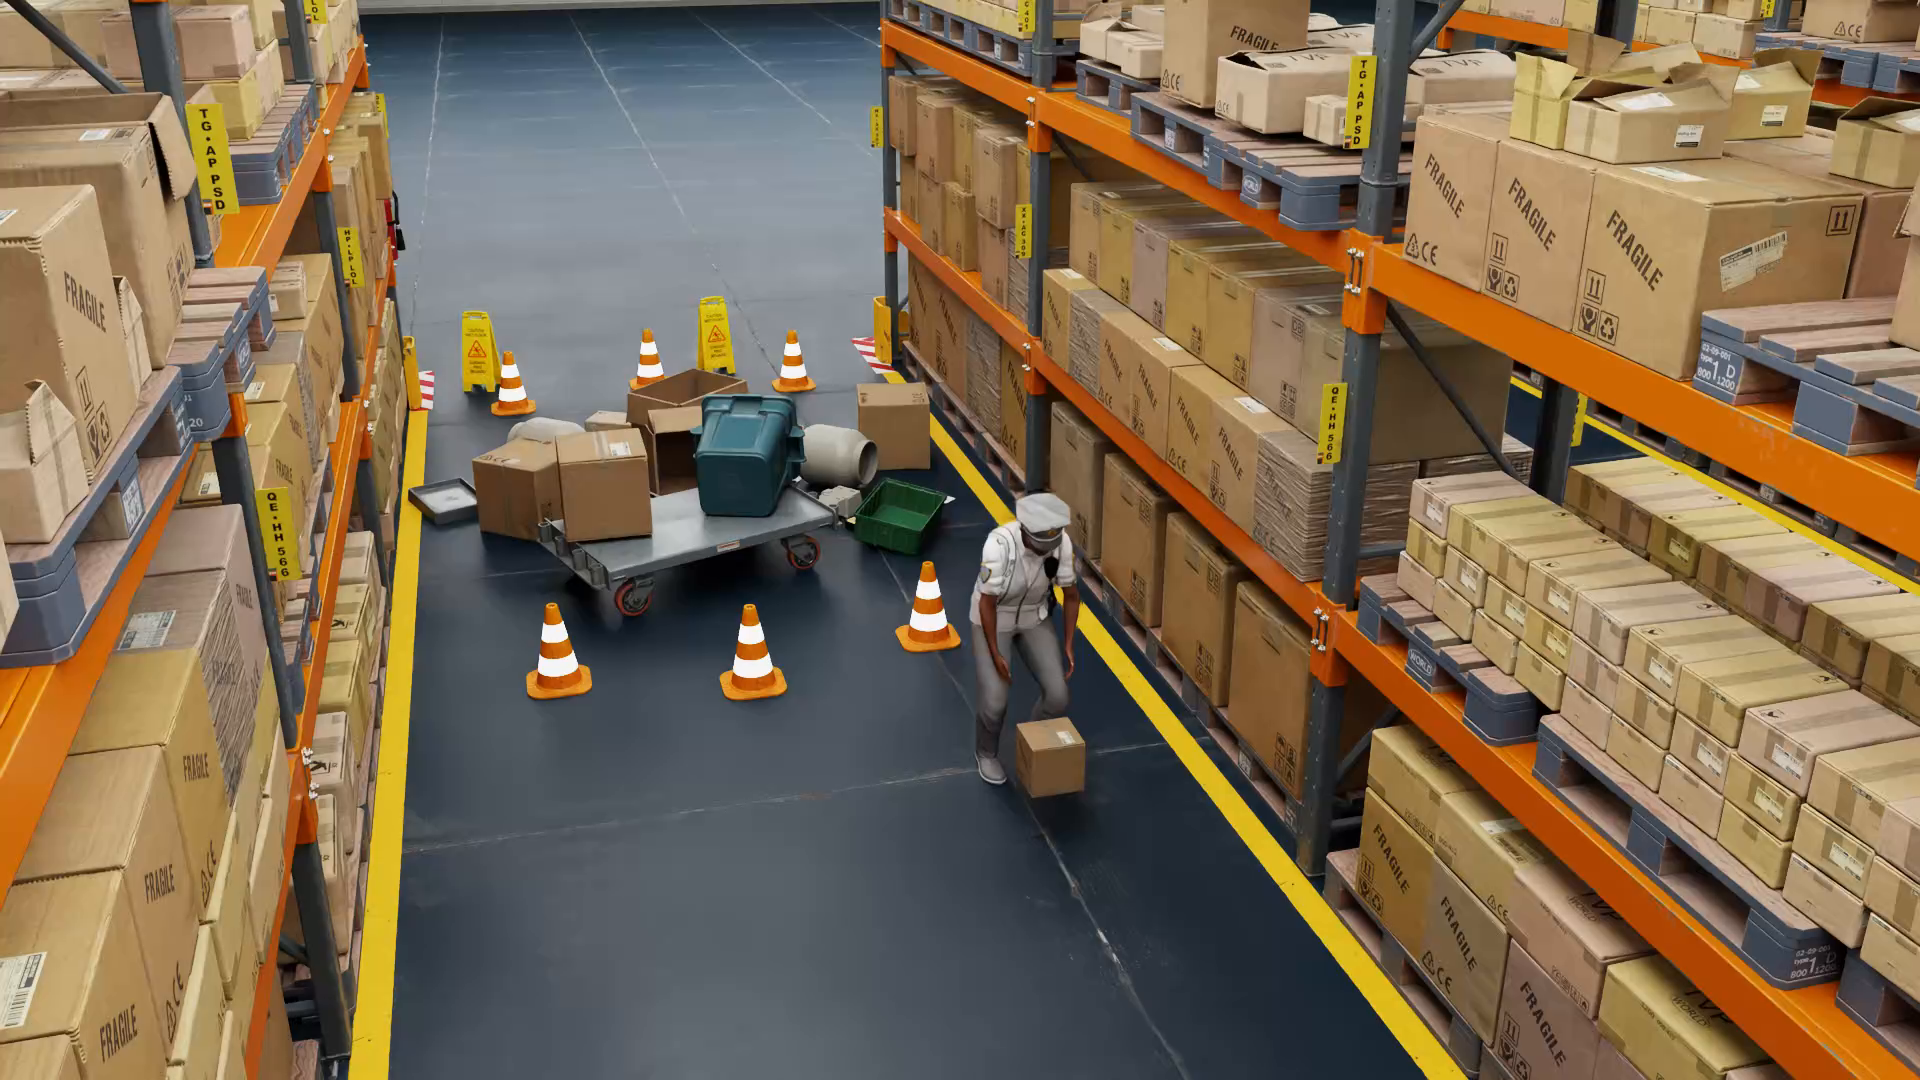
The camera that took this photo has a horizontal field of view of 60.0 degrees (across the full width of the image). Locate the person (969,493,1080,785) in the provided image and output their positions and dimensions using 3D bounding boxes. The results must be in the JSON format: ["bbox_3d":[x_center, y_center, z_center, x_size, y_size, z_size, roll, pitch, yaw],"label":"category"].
[{"bbox_3d":[0.311,0.444,7.796,0.490,1.487,0.628,-6,24,-14],"label":"person"}]
